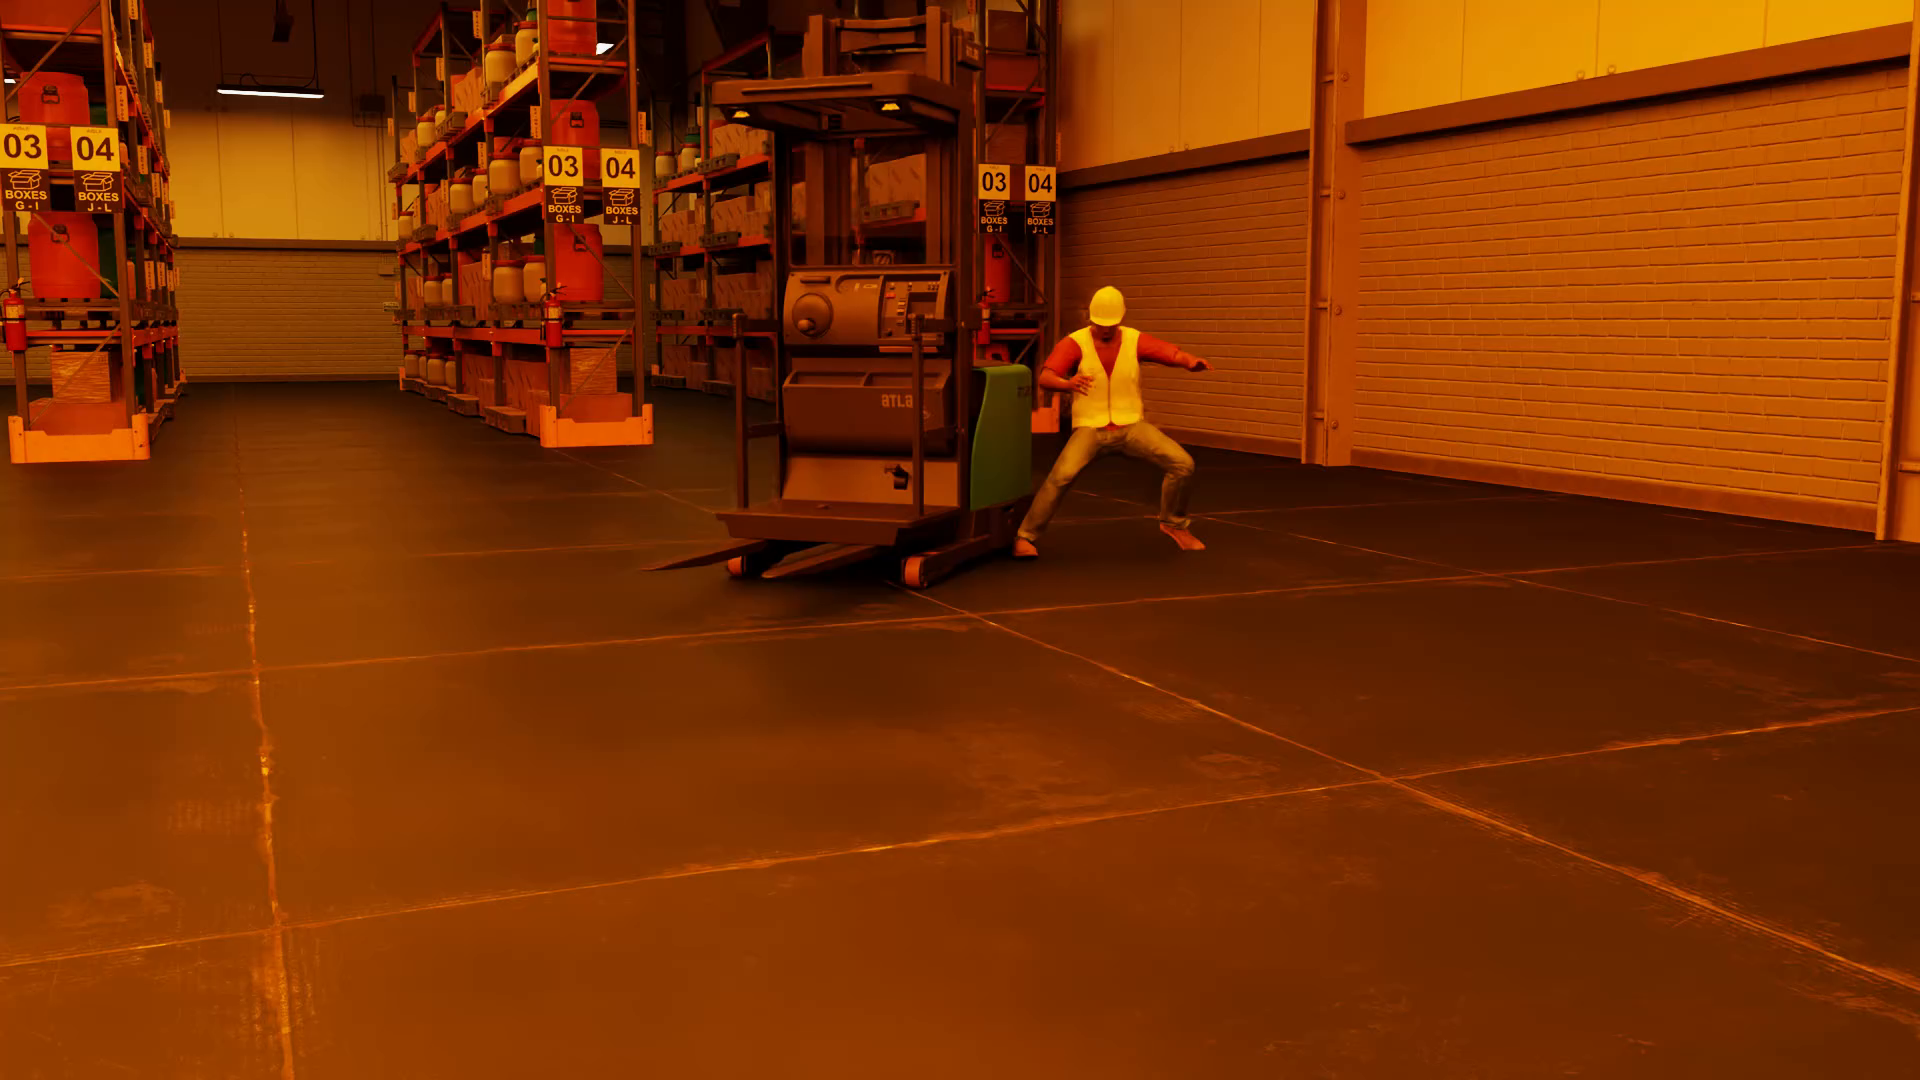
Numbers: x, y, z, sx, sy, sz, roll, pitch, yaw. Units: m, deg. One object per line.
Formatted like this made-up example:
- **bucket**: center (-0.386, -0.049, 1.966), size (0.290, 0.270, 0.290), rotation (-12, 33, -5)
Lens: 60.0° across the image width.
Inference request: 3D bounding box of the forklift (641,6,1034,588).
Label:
- **forklift**: center (-0.572, -1.270, 8.576), size (1.130, 2.935, 3.031), rotation (3, 8, 21)

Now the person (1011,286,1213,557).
- **person**: center (0.866, -0.662, 9.469), size (1.155, 1.553, 0.704), rotation (0, 8, -1)
